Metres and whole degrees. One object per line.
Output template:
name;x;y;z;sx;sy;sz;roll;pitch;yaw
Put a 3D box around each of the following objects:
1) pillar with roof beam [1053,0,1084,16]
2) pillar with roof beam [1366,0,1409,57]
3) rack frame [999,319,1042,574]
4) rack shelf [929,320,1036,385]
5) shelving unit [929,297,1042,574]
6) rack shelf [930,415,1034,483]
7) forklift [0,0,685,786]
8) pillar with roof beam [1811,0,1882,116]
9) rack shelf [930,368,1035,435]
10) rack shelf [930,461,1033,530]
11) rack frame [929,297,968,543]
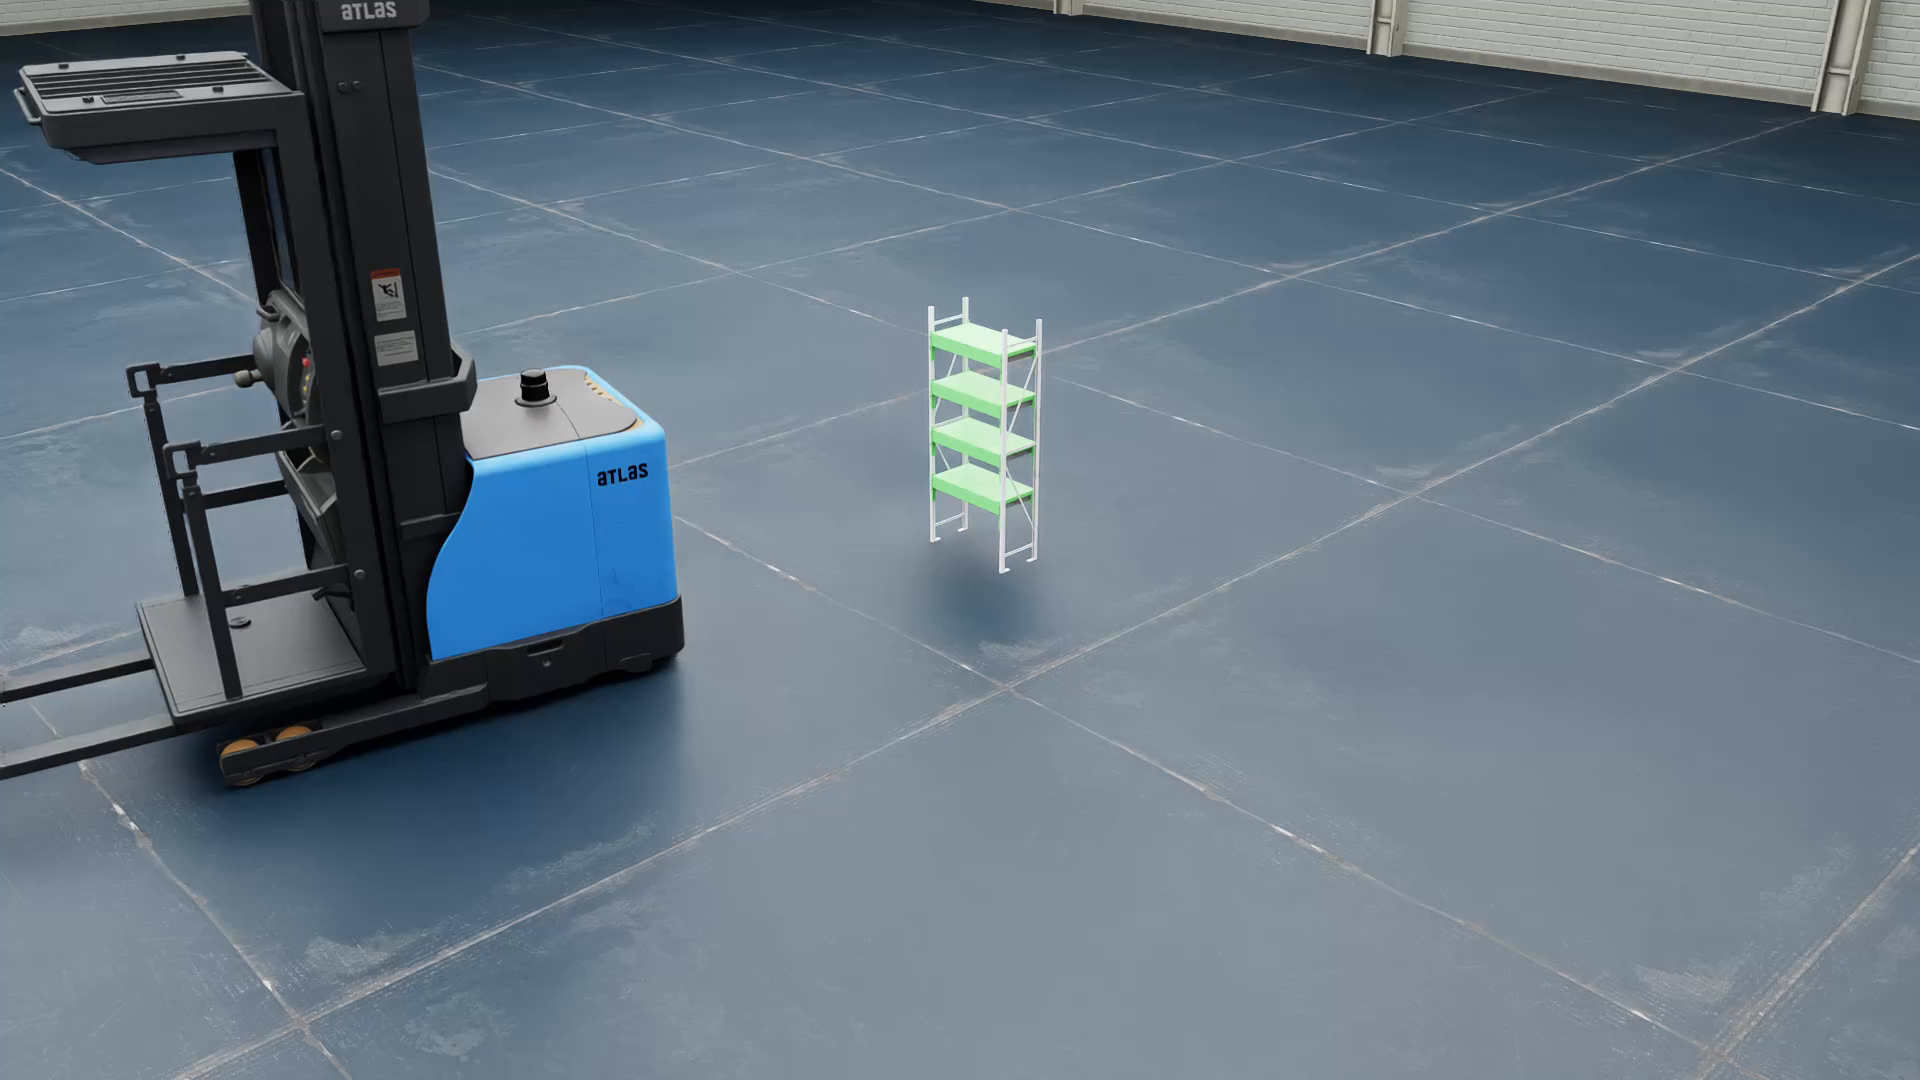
pillar with roof beam;-1.384;-11.393;22.381;9.100;9.000;0.400;-21;32;-38
pillar with roof beam;2.717;-9.575;18.396;9.100;9.000;0.400;-21;32;-38
rack frame;0.280;-0.422;7.729;0.240;1.200;0.015;-21;32;-38
rack shelf;0.113;-0.874;7.718;0.258;0.148;0.480;-21;32;-38
shelving unit;0.113;-0.496;7.891;0.258;1.200;0.503;-21;32;-38
rack shelf;0.113;-0.438;7.918;0.258;0.148;0.480;-21;32;-38
forklift;-2.702;-0.664;6.174;3.031;2.935;1.130;-14;28;-28
pillar with roof beam;6.818;-7.757;14.412;9.100;9.000;0.400;-21;32;-38
rack shelf;0.113;-0.656;7.818;0.258;0.148;0.480;-21;32;-38
rack shelf;0.113;-0.219;8.017;0.258;0.148;0.480;-21;32;-38
rack frame;-0.054;-0.570;8.053;0.240;1.200;0.015;-21;32;-38
